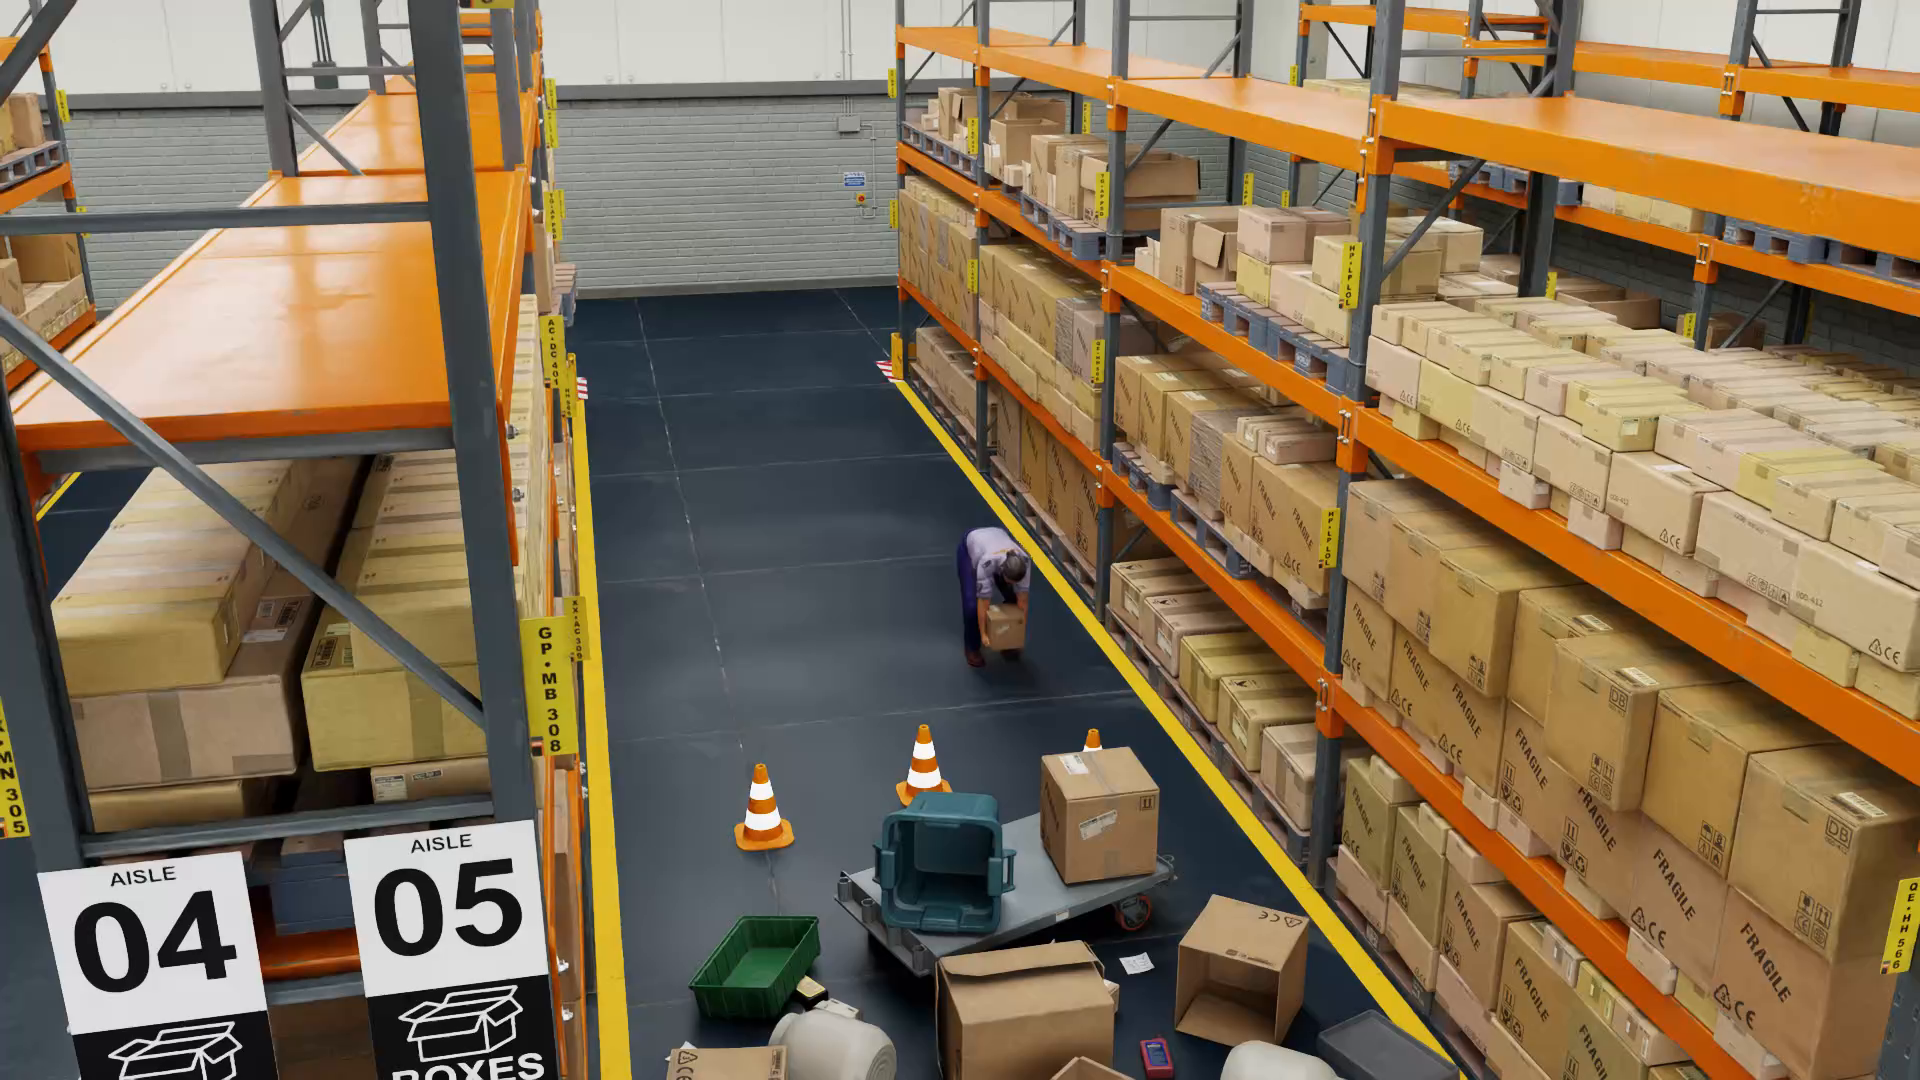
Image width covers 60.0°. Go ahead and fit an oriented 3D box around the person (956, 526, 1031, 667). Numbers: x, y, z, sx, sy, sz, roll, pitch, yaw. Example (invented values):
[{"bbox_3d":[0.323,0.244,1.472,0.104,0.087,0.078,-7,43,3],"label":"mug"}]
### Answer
[{"bbox_3d":[0.274,0.453,12.066,0.476,1.003,0.909,-6,21,-17],"label":"person"}]
